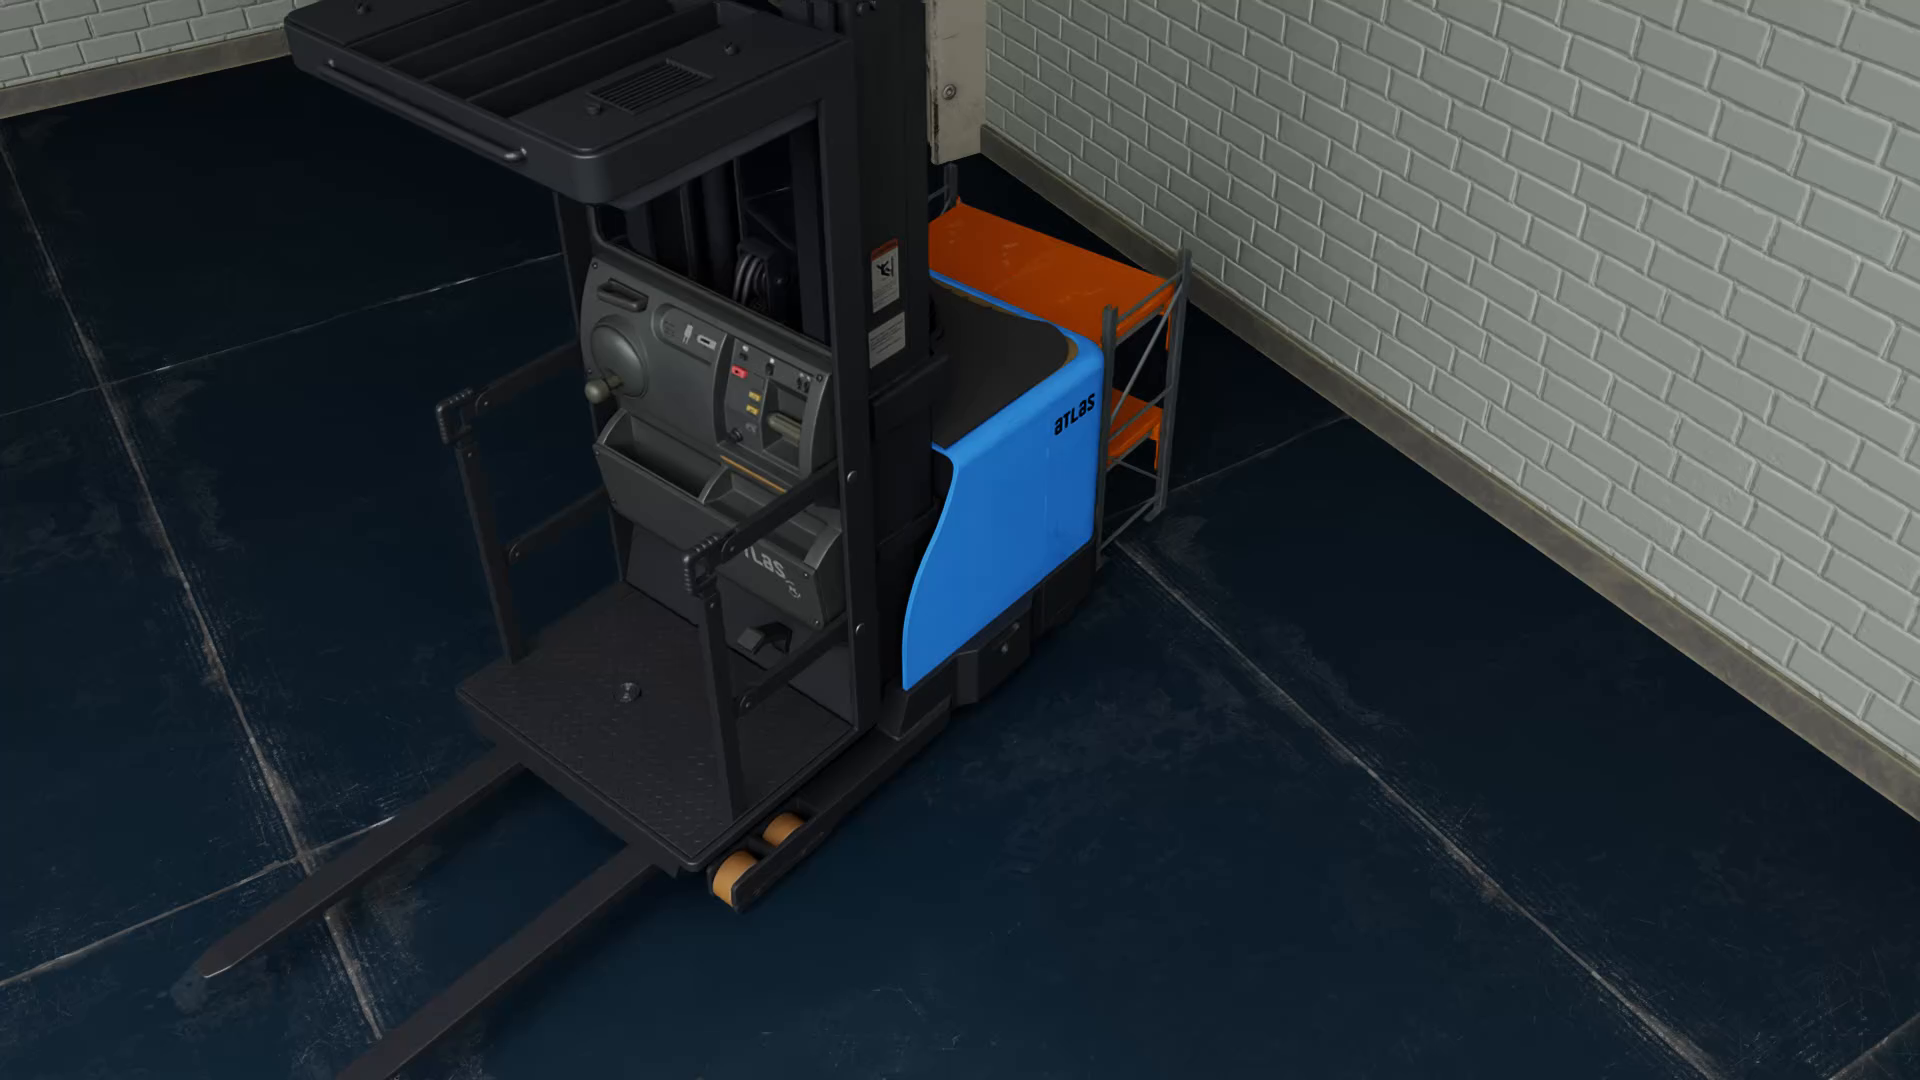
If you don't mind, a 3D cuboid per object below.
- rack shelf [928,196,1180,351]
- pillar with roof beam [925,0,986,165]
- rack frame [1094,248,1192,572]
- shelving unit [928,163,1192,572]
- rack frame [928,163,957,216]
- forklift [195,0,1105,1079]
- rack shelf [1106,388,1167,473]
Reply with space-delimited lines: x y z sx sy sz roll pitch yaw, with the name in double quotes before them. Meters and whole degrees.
"rack shelf" 0.227 -0.862 5.949 1.000 0.278 0.538 26 47 28
"pillar with roof beam" -3.730 -4.065 4.099 9.100 9.000 0.400 -22 45 -24
"rack frame" 0.629 -0.438 5.897 0.032 1.125 0.500 26 47 28
"shelving unit" 0.227 -0.638 6.136 1.048 1.125 0.538 26 47 28
"rack frame" -0.174 -0.837 6.376 0.032 1.125 0.500 26 47 28
"forklift" -0.850 -0.402 4.443 1.130 2.935 3.031 28 47 30
"rack shelf" 0.227 -0.450 6.293 1.000 0.278 0.538 26 47 28
